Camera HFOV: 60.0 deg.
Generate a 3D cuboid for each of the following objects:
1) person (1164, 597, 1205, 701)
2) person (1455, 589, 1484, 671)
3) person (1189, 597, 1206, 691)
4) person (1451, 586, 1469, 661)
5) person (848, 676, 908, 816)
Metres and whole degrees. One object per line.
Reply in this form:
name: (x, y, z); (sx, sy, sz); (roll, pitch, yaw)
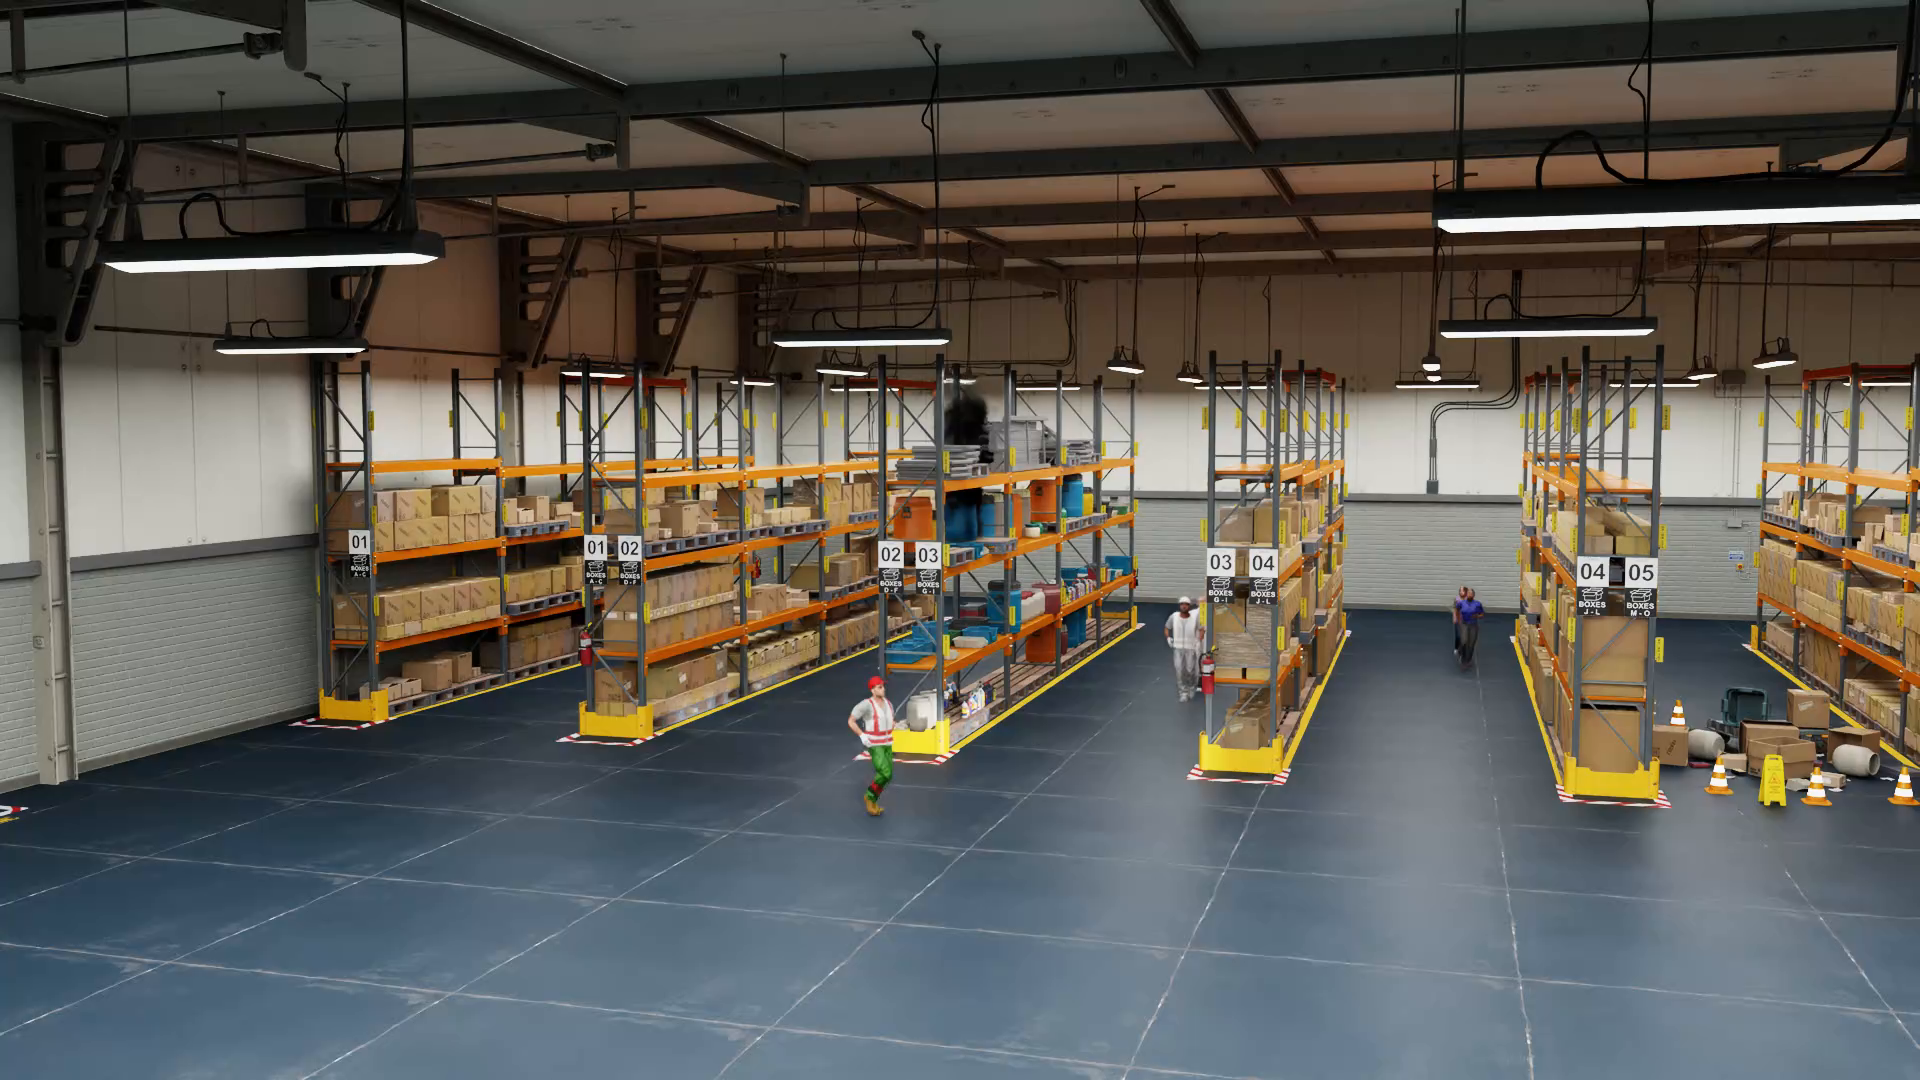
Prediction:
person: (3.781, 1.830, 28.108); (0.687, 1.760, 0.545); (1, 4, 13)
person: (10.248, 1.805, 33.446); (0.559, 1.674, 0.759); (1, 4, 14)
person: (4.490, 1.919, 31.011); (0.721, 1.746, 0.639); (1, 4, 16)
person: (10.485, 1.747, 34.671); (0.521, 1.567, 0.540); (2, 4, 21)
person: (-0.988, 2.611, 21.037); (0.614, 1.762, 0.640); (3, 5, 39)
